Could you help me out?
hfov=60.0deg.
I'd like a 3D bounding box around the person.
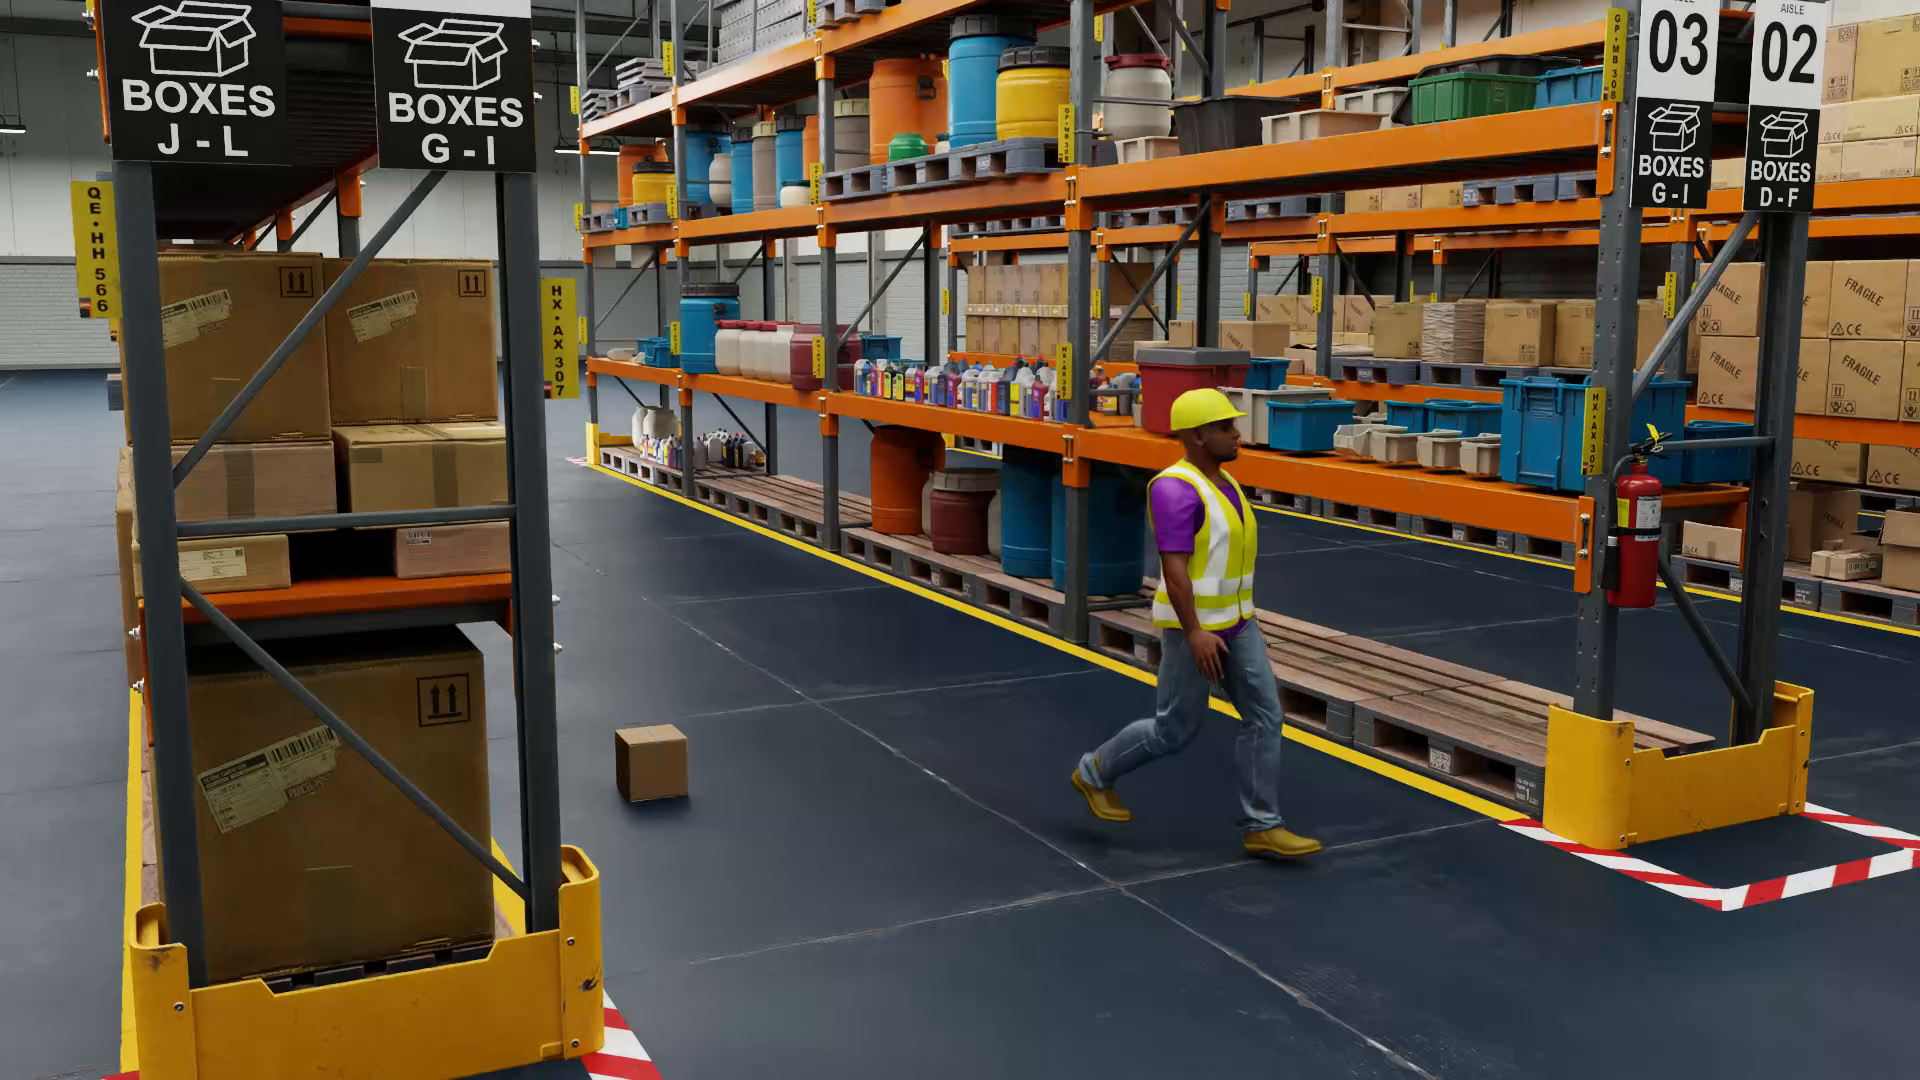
[{"bbox_3d":[0.839,0.268,6.227,0.781,1.670,0.559,6,11,37],"label":"person"}]
